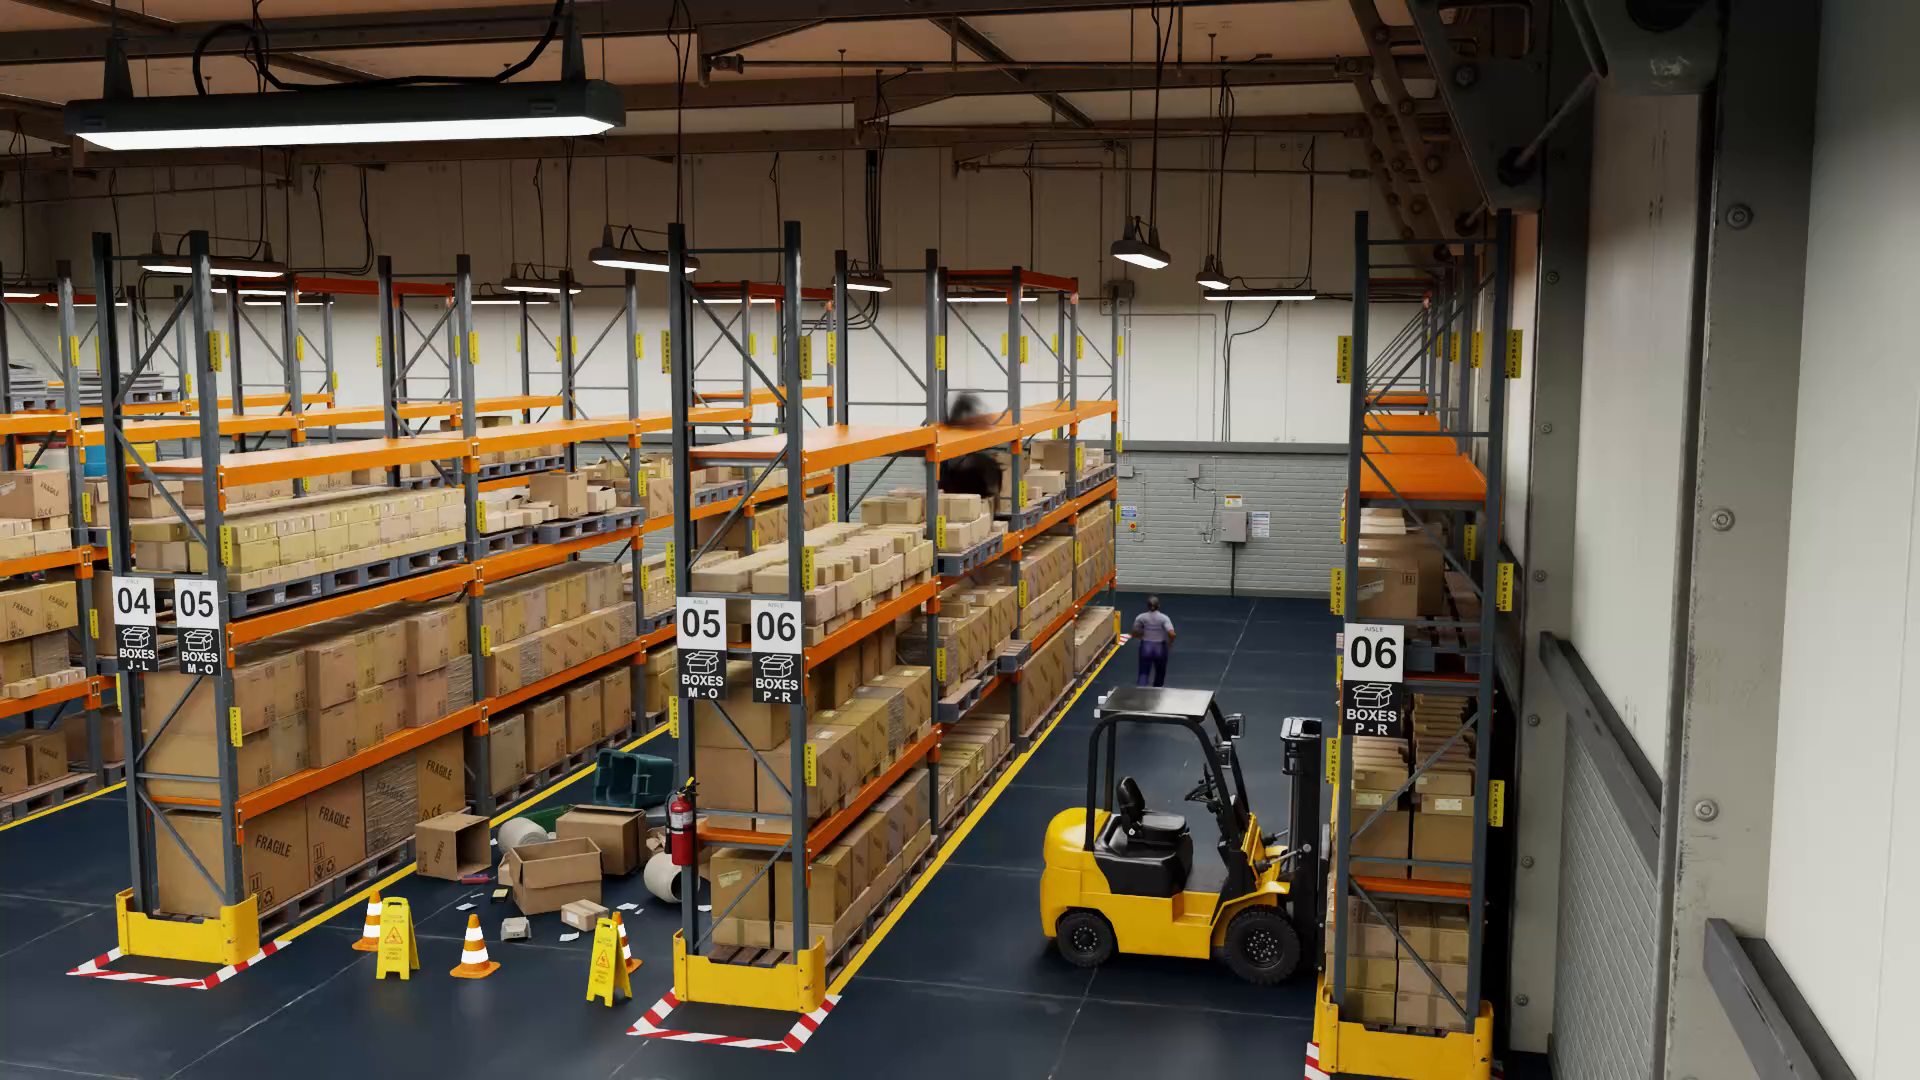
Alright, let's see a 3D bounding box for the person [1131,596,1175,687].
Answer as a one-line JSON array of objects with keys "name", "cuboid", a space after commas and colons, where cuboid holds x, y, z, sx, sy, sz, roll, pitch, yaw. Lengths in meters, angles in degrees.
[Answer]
[{"name": "person", "cuboid": [2.680, 1.576, 23.048, 0.615, 1.583, 0.727, 2, 7, 13]}]
